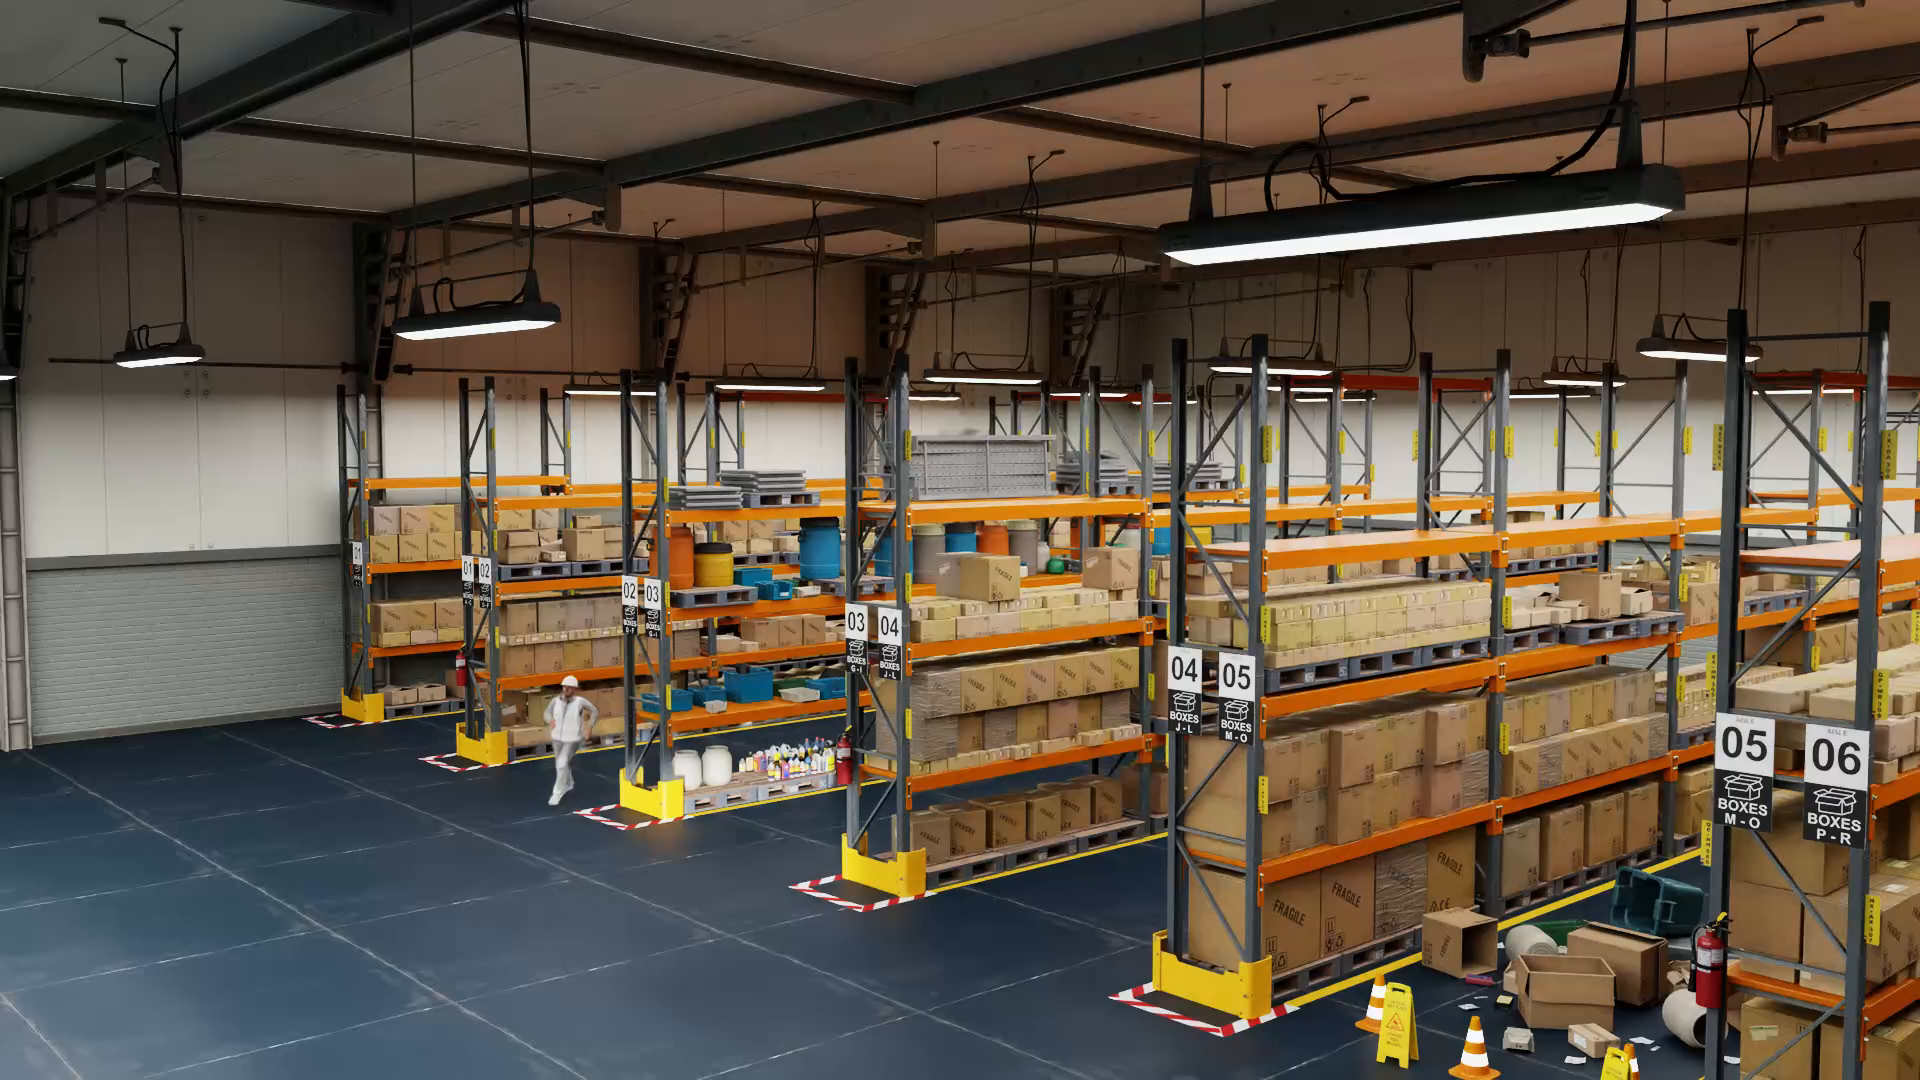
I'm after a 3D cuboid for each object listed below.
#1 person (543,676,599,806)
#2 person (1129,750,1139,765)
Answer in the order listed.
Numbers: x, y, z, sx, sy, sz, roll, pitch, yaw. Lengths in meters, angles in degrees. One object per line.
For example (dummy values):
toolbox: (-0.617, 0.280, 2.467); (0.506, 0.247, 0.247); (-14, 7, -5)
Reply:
person: (-5.442, 2.779, 23.166); (0.700, 1.809, 0.736); (1, 4, 14)
person: (2.675, 2.624, 25.535); (0.693, 1.724, 0.575); (4, 5, 43)
